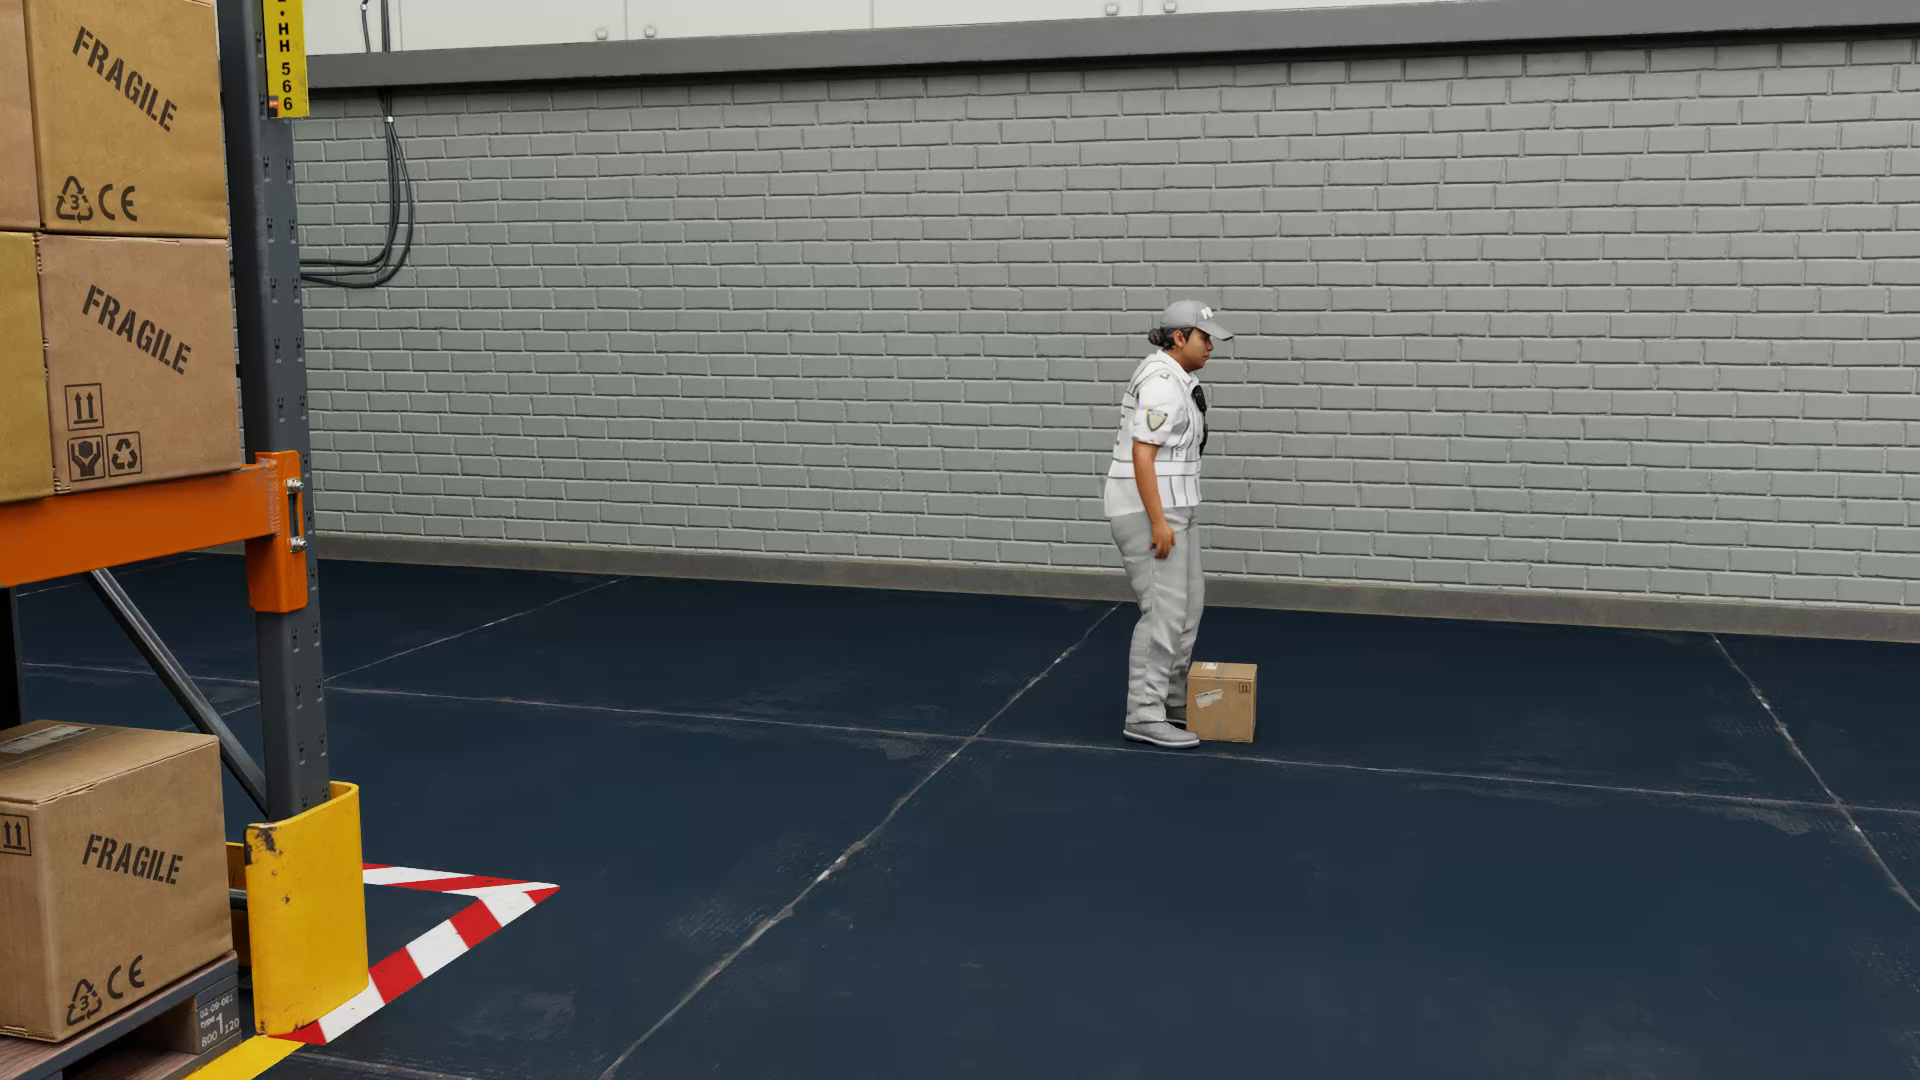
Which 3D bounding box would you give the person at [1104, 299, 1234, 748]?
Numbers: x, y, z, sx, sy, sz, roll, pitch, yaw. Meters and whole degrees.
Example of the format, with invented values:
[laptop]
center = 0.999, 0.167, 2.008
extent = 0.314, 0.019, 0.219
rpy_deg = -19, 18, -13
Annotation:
[person]
center = 0.796, -0.082, 6.370
extent = 0.468, 1.666, 0.537
rpy_deg = 3, 9, 16
